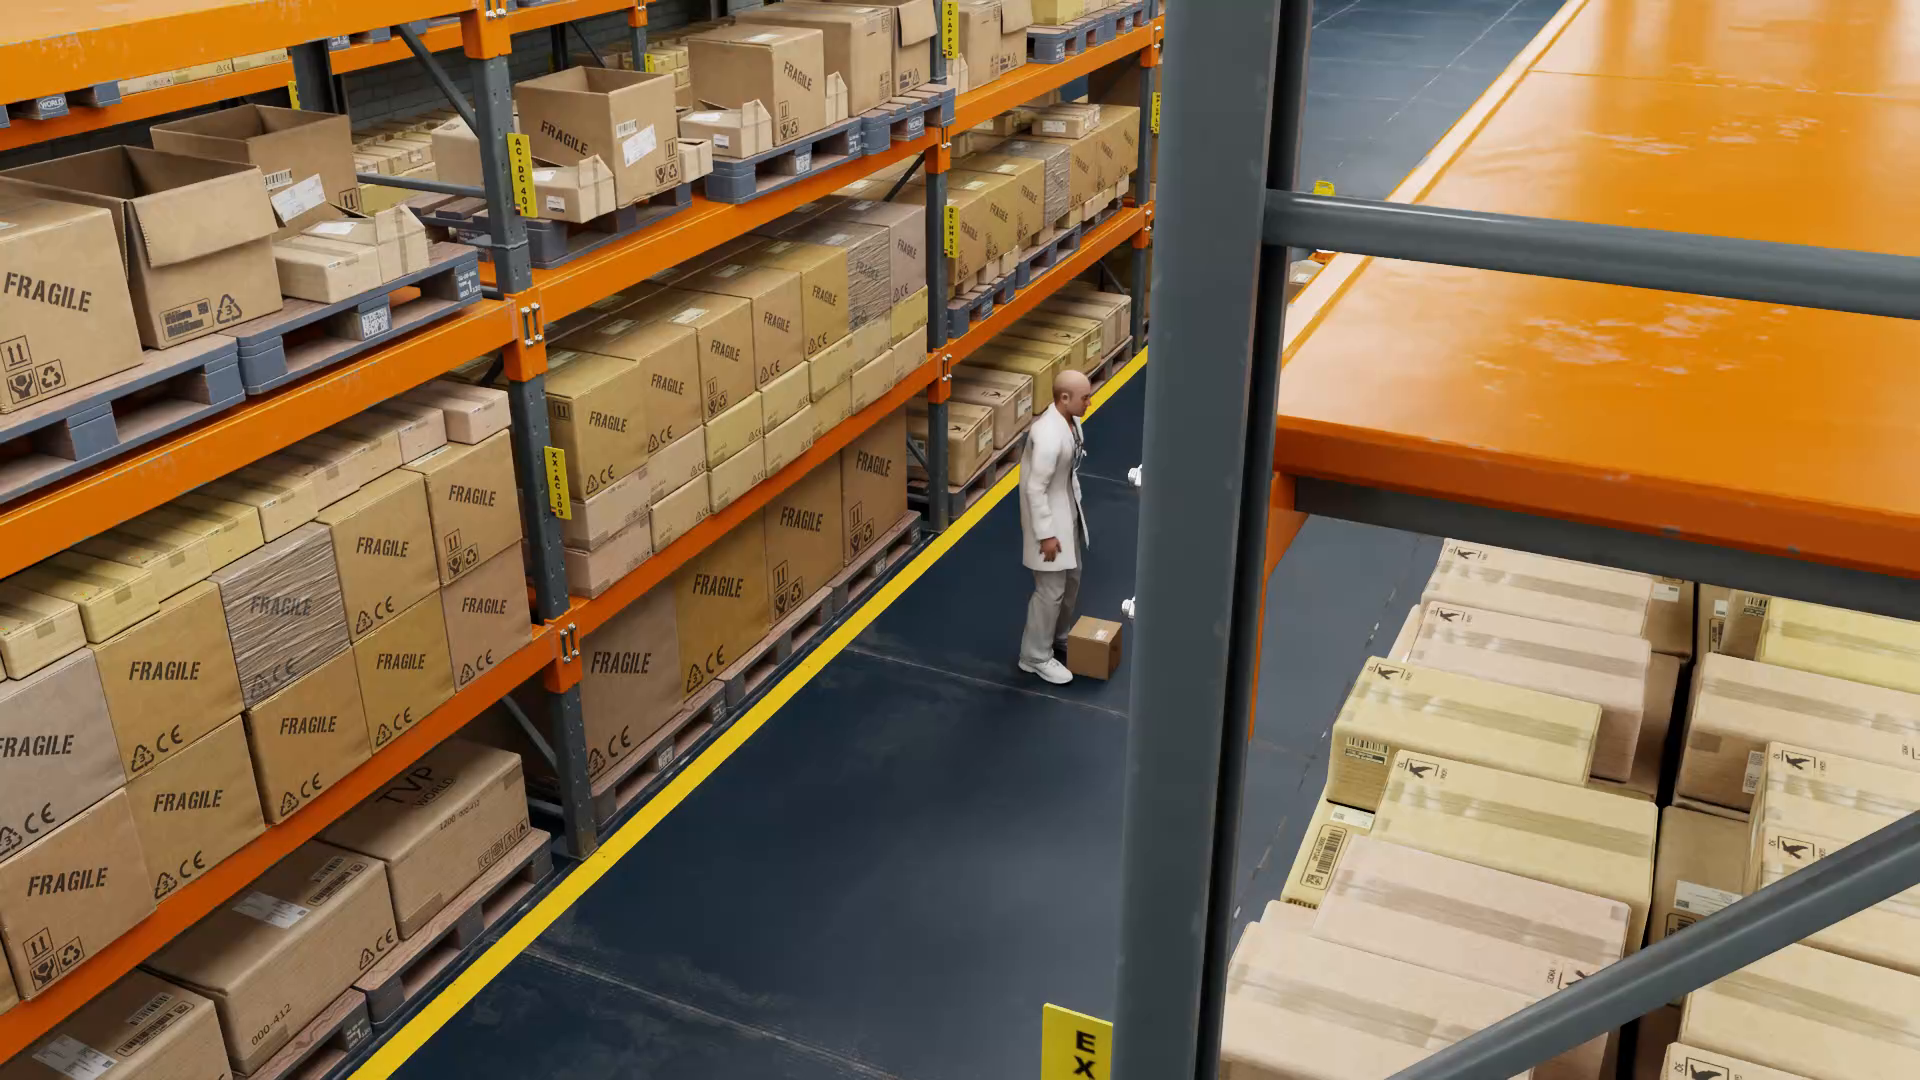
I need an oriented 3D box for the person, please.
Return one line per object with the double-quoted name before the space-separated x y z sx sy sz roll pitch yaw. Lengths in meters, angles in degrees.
"person" 0.550 -0.113 9.365 0.429 1.773 0.649 9 27 19
